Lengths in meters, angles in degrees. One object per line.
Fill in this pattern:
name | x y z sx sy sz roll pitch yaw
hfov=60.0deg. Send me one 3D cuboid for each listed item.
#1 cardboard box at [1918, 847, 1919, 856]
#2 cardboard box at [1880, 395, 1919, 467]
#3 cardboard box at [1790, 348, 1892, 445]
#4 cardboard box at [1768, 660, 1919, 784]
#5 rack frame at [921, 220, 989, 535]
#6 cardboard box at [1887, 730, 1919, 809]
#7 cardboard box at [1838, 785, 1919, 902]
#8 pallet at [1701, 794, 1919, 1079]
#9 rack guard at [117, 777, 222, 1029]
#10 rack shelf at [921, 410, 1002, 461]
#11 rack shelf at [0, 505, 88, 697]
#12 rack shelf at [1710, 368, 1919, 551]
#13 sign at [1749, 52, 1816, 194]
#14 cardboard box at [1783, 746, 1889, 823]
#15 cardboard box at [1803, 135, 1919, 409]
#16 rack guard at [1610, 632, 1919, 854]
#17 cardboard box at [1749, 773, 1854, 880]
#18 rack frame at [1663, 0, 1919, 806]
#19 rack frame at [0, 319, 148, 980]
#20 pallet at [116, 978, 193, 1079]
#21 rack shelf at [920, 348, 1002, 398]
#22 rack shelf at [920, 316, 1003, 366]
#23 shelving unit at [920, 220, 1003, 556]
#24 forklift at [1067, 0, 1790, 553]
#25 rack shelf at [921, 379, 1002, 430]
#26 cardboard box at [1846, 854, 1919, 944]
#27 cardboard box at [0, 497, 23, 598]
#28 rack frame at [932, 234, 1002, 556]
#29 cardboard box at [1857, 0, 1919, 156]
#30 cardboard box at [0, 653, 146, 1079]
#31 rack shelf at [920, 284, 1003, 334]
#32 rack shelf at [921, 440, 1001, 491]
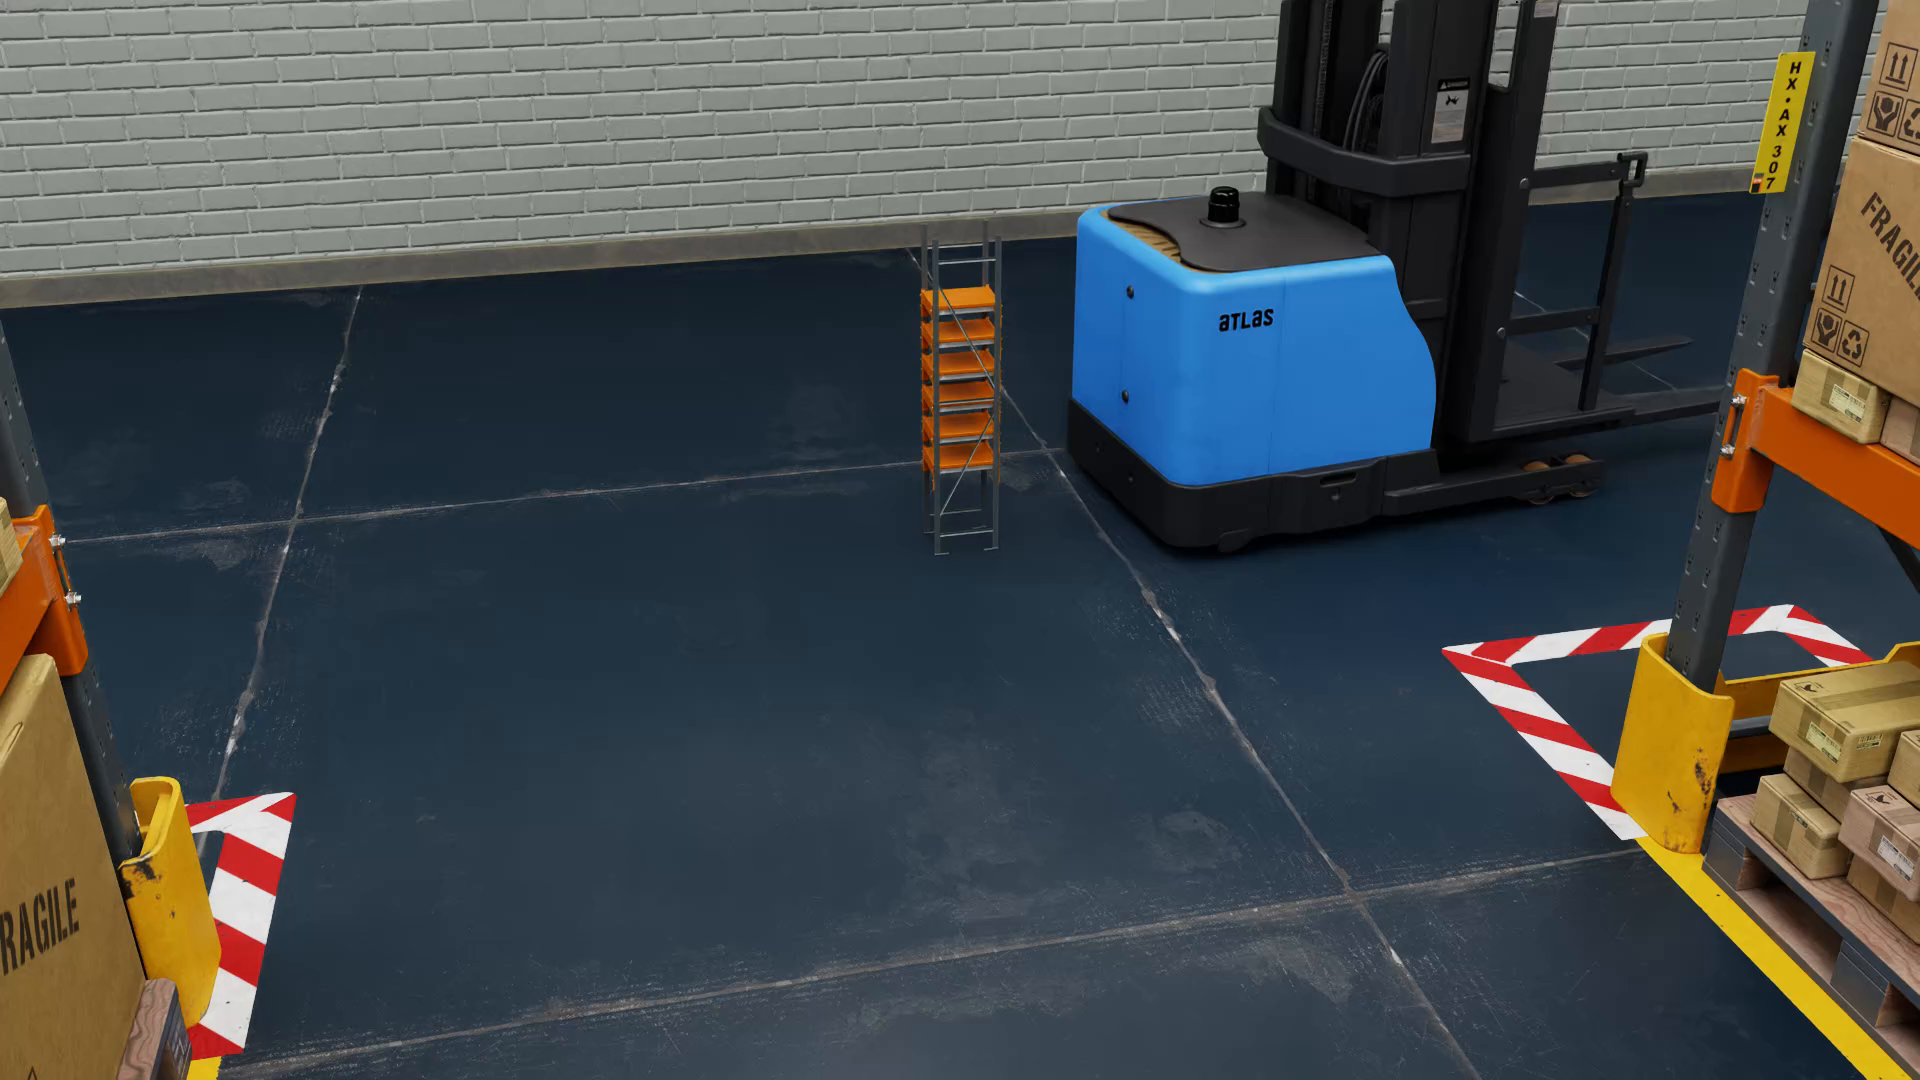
cardboard box | 2.352 0.675 3.622 0.380 0.149 0.250 -6 27 -12
cardboard box | 2.305 -0.247 3.689 0.380 0.149 0.250 -5 27 -10
cardboard box | 2.207 -0.354 3.902 0.380 0.149 0.250 -6 27 -12
cardboard box | 2.241 0.442 4.082 0.380 0.149 0.250 -7 28 -14
rack frame | -0.017 -0.569 6.047 0.240 1.200 0.006 -6 27 -12
cardboard box | 2.420 0.551 3.867 0.380 0.149 0.250 -5 27 -11
cardboard box | 2.328 0.693 3.917 0.380 0.149 0.250 -6 27 -12
pallet | 2.619 0.997 4.041 1.003 0.211 1.213 -6 27 -12
rack guard | -2.407 0.923 3.867 1.175 0.500 0.348 -6 27 -12
rack shelf | 0.003 -0.382 6.041 0.258 0.103 0.180 -6 27 -12
rack shelf | -1.951 1.017 1.705 1.077 0.370 4.000 -6 27 -12
rack shelf | 2.904 0.557 2.615 1.077 0.370 4.000 -6 27 -12
sign | 1.925 -0.973 3.888 0.100 0.325 0.005 -6 27 -12
cardboard box | 2.322 0.567 4.166 0.380 0.149 0.250 -5 27 -9
cardboard box | 2.286 -0.594 3.657 0.500 0.500 0.500 -5 27 -9
rack guard | 2.471 0.507 4.690 1.175 0.500 0.348 -6 27 -12
cardboard box | 2.260 0.706 4.220 0.380 0.149 0.250 -5 27 -11
rack frame | 2.454 -0.642 4.193 1.000 3.000 0.127 -6 27 -12
rack frame | -2.401 -0.183 3.283 1.000 3.000 0.127 -6 27 -12
pallet | -2.145 1.405 3.231 1.003 0.211 1.213 -6 27 -12
rack shelf | 0.003 -0.597 5.933 0.258 0.103 0.180 -6 27 -12
rack shelf | 0.003 -0.704 5.879 0.258 0.103 0.180 -6 27 -12
shelving unit | 0.003 -0.529 5.967 0.258 1.200 0.189 -6 27 -12
forklift | 2.010 -1.659 6.285 3.031 2.935 1.130 -9 28 -18
rack shelf | 0.003 -0.490 5.987 0.258 0.103 0.180 -6 27 -12
cardboard box | 2.399 0.812 4.009 0.380 0.149 0.250 -6 27 -12
cardboard box | -2.000 0.052 3.096 0.380 0.149 0.250 -5 27 -11
rack frame | 0.024 -0.489 5.887 0.240 1.200 0.006 -6 27 -12
cardboard box | 2.296 -1.042 3.434 0.500 0.500 0.500 -6 27 -12
cardboard box | -2.179 0.851 3.126 0.875 0.875 0.875 -6 27 -12
rack shelf | 0.003 -0.811 5.825 0.258 0.103 0.180 -6 27 -12
rack shelf | 0.003 -0.275 6.095 0.258 0.103 0.180 -6 27 -12
